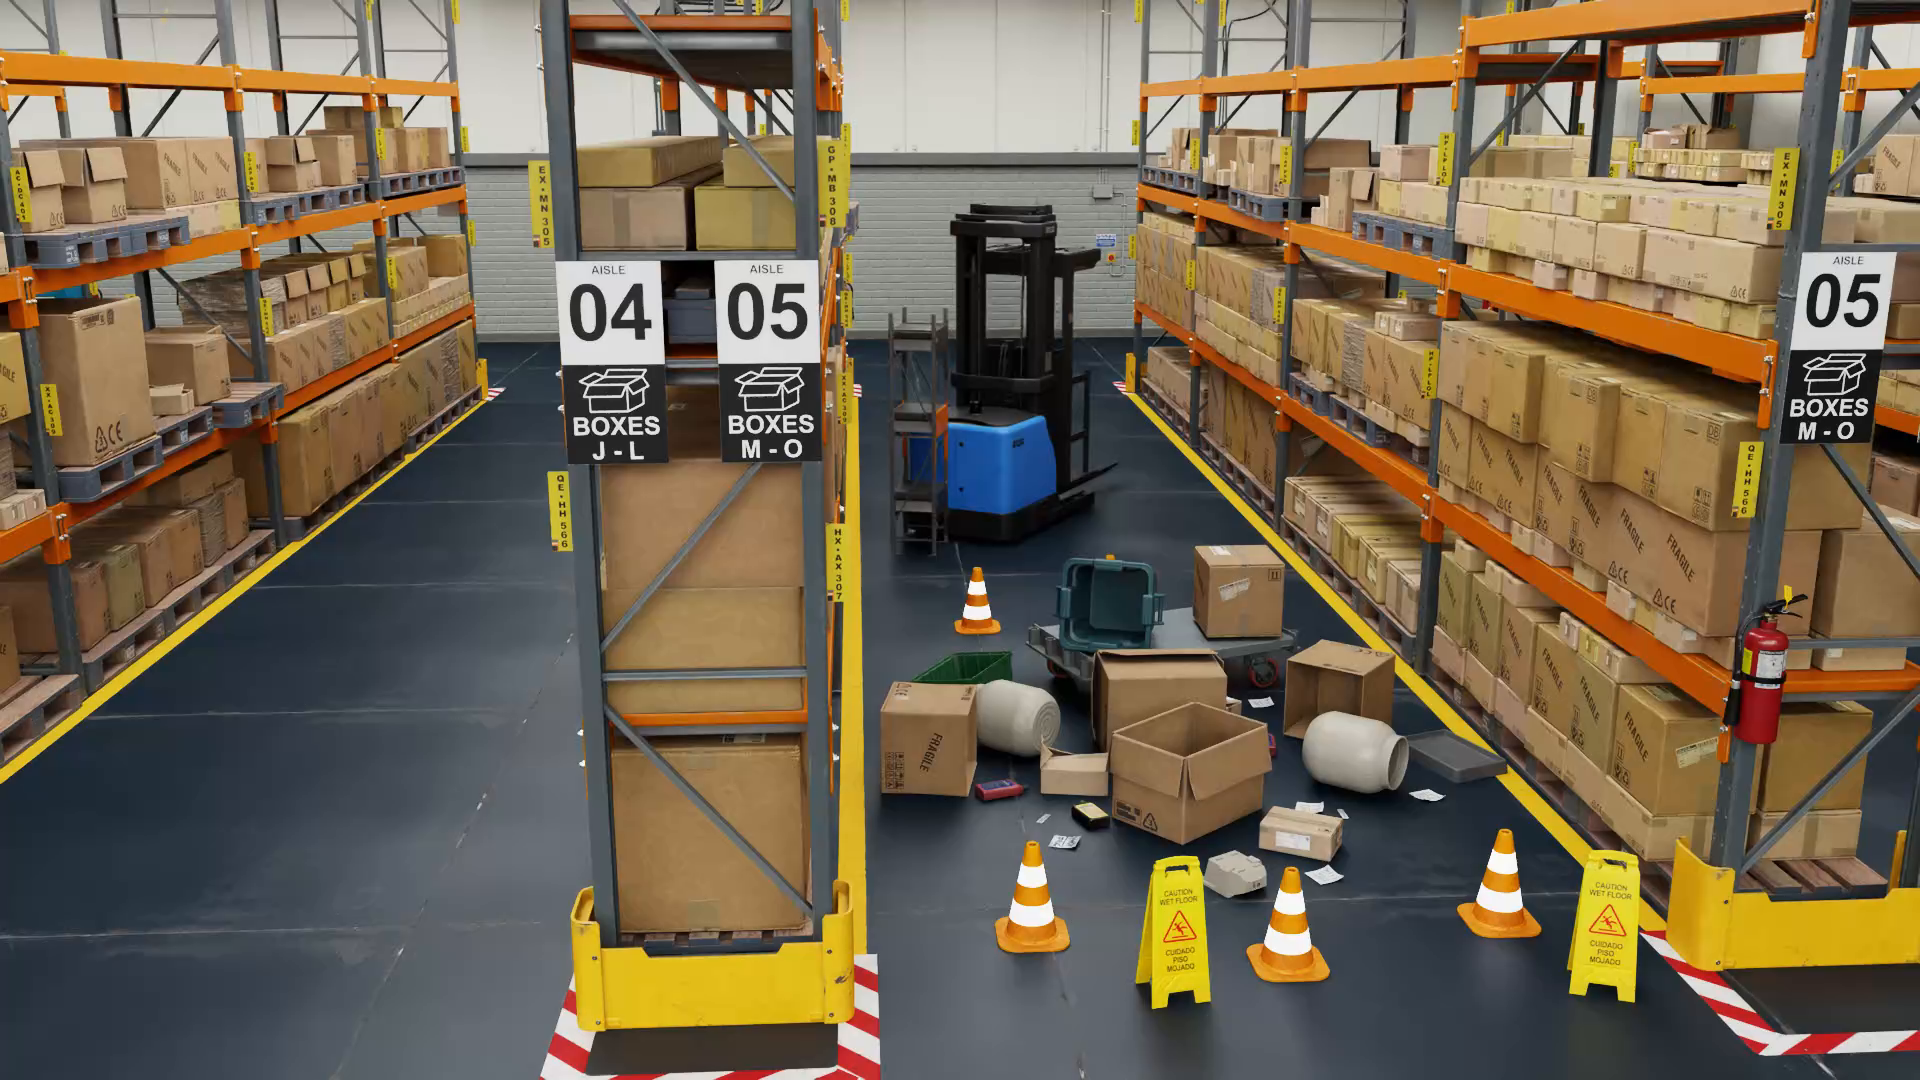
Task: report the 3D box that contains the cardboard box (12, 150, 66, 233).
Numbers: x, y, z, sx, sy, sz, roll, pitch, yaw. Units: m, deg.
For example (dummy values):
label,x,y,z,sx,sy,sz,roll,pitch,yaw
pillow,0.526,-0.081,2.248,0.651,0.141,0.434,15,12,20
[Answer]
label,x,y,z,sx,sy,sz,roll,pitch,yaw
cardboard box,-6.180,-2.211,10.529,0.797,0.503,0.637,-2,15,-6

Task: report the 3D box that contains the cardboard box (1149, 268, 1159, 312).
label,x,y,z,sx,sy,sz,roll,pitch,yaw
cardboard box,2.713,-3.196,21.228,0.500,0.500,0.500,-1,14,-4

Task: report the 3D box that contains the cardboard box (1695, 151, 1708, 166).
label,x,y,z,sx,sy,sz,roll,pitch,yaw
cardboard box,7.828,-3.933,17.136,0.380,0.149,0.250,-1,14,-3

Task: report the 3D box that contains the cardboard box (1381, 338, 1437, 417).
label,x,y,z,sx,sy,sz,roll,pitch,yaw
cardboard box,3.351,-1.170,11.912,0.500,0.500,0.500,-1,14,-3

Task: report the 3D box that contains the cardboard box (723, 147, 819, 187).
label,x,y,z,sx,sy,sz,roll,pitch,yaw
cardboard box,-0.749,-1.500,6.676,0.380,0.149,0.250,-1,14,-3

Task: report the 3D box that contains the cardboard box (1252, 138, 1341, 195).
label,x,y,z,sx,sy,sz,roll,pitch,yaw
cardboard box,3.142,-3.482,15.476,0.700,0.500,0.500,-2,15,-6

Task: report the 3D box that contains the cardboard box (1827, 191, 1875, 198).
label,x,y,z,sx,sy,sz,roll,pitch,yaw
cardboard box,8.073,-3.115,15.396,0.500,0.250,0.500,-1,14,-5

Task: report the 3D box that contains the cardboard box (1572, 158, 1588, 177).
label,x,y,z,sx,sy,sz,roll,pitch,yaw
cardboard box,7.756,-4.503,20.193,0.500,0.250,0.500,-1,14,-2

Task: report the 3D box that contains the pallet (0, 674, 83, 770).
label,x,y,z,sx,sy,sz,roll,pitch,yaw
pallet,-6.173,1.131,10.208,1.003,0.211,1.213,-1,14,-3

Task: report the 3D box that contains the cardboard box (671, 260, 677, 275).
label,x,y,z,sx,sy,sz,roll,pitch,yaw
cardboard box,-1.436,-1.230,7.227,0.380,0.149,0.250,-1,14,-3

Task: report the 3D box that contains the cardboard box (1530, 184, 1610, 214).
label,x,y,z,sx,sy,sz,roll,pitch,yaw
cardboard box,3.443,-1.916,9.339,0.380,0.149,0.250,-1,14,-5

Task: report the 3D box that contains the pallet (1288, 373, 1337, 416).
label,x,y,z,sx,sy,sz,roll,pitch,yaw
pallet,3.544,-1.266,14.310,1.213,0.211,1.003,-1,14,-3

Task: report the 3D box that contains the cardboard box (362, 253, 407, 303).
label,x,y,z,sx,sy,sz,roll,pitch,yaw
cardboard box,-6.520,-2.933,18.607,0.500,0.500,0.500,-1,14,-3

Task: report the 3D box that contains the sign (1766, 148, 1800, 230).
label,x,y,z,sx,sy,sz,roll,pitch,yaw
sign,3.334,-1.422,6.738,0.100,0.325,0.005,-1,14,-3

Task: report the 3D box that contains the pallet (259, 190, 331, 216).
label,x,y,z,sx,sy,sz,roll,pitch,yaw
pallet,-6.663,-3.180,15.724,1.003,0.211,1.213,0,14,-1

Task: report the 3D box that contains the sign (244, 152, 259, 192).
label,x,y,z,sx,sy,sz,roll,pitch,yaw
sign,-5.956,-3.092,13.966,0.100,0.325,0.005,-1,14,-3

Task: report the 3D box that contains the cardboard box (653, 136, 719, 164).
label,x,y,z,sx,sy,sz,roll,pitch,yaw
cardboard box,-1.593,-2.247,9.582,0.380,0.149,0.250,-1,14,-4

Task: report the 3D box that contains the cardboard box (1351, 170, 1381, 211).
label,x,y,z,sx,sy,sz,roll,pitch,yaw
cardboard box,3.516,-2.658,13.109,0.797,0.503,0.637,-1,14,-3

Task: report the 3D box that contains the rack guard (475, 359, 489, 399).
label,x,y,z,sx,sy,sz,roll,pitch,yaw
rack guard,-6.995,-2.166,22.441,1.175,0.500,0.348,-1,14,-3

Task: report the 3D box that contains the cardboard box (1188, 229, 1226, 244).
label,x,y,z,sx,sy,sz,roll,pitch,yaw
cardboard box,2.809,-3.447,18.896,0.380,0.149,0.250,-1,14,-5

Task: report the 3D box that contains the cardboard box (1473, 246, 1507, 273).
label,x,y,z,sx,sy,sz,roll,pitch,yaw
cardboard box,3.373,-1.723,10.187,0.380,0.149,0.250,-1,14,-3

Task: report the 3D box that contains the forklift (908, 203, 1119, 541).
label,x,y,z,sx,sy,sz,roll,pitch,yaw
forklift,0.657,-1.727,15.855,1.130,2.935,3.031,7,16,27

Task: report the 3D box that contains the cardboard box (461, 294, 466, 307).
label,x,y,z,sx,sy,sz,roll,pitch,yaw
cardboard box,-6.625,-3.101,21.562,0.380,0.149,0.250,-1,14,-3

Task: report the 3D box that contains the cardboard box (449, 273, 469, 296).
label,x,y,z,sx,sy,sz,roll,pitch,yaw
cardboard box,-6.699,-3.326,21.636,0.500,0.250,0.500,-1,14,-4

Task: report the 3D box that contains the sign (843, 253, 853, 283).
label,x,y,z,sx,sy,sz,roll,pitch,yaw
sign,-1.235,-2.997,18.333,0.100,0.325,0.005,-1,14,-3

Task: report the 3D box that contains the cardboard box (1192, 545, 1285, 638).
label,x,y,z,sx,sy,sz,roll,pitch,yaw
cardboard box,1.866,0.340,11.184,0.500,0.500,0.500,-1,14,-3

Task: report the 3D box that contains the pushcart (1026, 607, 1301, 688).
label,x,y,z,sx,sy,sz,roll,pitch,yaw
pushcart,1.368,0.778,11.244,1.648,0.377,0.936,-6,16,-23

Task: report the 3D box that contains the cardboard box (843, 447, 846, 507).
label,x,y,z,sx,sy,sz,roll,pitch,yaw
cardboard box,-1.330,-0.605,15.532,0.500,0.500,0.500,-2,15,-6

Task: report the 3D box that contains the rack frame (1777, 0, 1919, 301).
label,x,y,z,sx,sy,sz,roll,pitch,yaw
rack frame,3.889,-2.450,6.488,1.000,3.000,0.127,-1,14,-3

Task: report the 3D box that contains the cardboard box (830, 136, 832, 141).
label,x,y,z,sx,sy,sz,roll,pitch,yaw
cardboard box,-0.952,-2.321,9.866,0.380,0.149,0.250,-1,14,-4

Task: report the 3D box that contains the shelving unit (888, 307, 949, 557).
label,x,y,z,sx,sy,sz,roll,pitch,yaw
shelving unit,-0.354,-0.941,14.468,0.431,2.100,0.503,3,15,11

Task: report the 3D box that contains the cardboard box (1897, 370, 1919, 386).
label,x,y,z,sx,sy,sz,roll,pitch,yaw
cardboard box,8.175,-1.412,13.792,0.500,0.250,0.500,-1,14,-5

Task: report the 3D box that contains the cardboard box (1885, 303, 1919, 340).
label,x,y,z,sx,sy,sz,roll,pitch,yaw
cardboard box,4.192,-0.963,7.233,0.380,0.149,0.250,-1,14,-3

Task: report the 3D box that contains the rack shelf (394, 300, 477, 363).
label,x,y,z,sx,sy,sz,roll,pitch,yaw
rack shelf,-6.870,-2.525,20.263,1.077,0.370,4.000,-1,14,-3

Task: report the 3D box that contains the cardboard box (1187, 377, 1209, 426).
label,x,y,z,sx,sy,sz,roll,pitch,yaw
cardboard box,3.213,-1.649,19.715,0.875,0.438,0.875,-1,14,-4

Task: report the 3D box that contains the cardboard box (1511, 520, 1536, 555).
label,x,y,z,sx,sy,sz,roll,pitch,yaw
cardboard box,3.410,-0.016,9.573,0.380,0.149,0.250,-1,14,-3

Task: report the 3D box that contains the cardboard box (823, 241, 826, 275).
label,x,y,z,sx,sy,sz,roll,pitch,yaw
cardboard box,-0.763,-1.179,7.031,0.380,0.149,0.250,-1,14,-3

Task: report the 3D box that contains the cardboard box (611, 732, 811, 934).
label,x,y,z,sx,sy,sz,roll,pitch,yaw
cardboard box,-1.153,1.215,7.705,0.875,0.875,0.875,-1,14,-3

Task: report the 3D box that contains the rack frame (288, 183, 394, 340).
label,x,y,z,sx,sy,sz,roll,pitch,yaw
rack frame,-6.746,-2.376,18.240,1.000,3.000,0.127,-1,14,-3

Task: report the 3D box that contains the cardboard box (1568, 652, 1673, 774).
label,x,y,z,sx,sy,sz,roll,pitch,yaw
cardboard box,3.543,0.896,8.696,0.500,0.500,0.500,0,14,-1

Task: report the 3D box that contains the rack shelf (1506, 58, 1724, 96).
label,x,y,z,sx,sy,sz,roll,pitch,yaw
rack shelf,7.975,-5.659,20.412,1.077,0.370,4.000,-1,14,-3

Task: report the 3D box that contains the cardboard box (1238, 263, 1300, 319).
label,x,y,z,sx,sy,sz,roll,pitch,yaw
cardboard box,3.036,-2.442,16.292,0.500,0.500,0.500,-1,14,-3

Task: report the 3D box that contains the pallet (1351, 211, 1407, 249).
label,x,y,z,sx,sy,sz,roll,pitch,yaw
pallet,3.642,-2.314,12.357,1.213,0.211,1.003,-1,14,-3

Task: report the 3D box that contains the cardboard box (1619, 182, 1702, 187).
label,x,y,z,sx,sy,sz,roll,pitch,yaw
cardboard box,4.045,-1.989,9.621,0.380,0.149,0.250,0,14,-2

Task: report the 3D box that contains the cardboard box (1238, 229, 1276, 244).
label,x,y,z,sx,sy,sz,roll,pitch,yaw
cardboard box,3.385,-3.458,18.938,0.380,0.149,0.250,-1,14,-4

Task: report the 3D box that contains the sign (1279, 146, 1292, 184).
label,x,y,z,sx,sy,sz,roll,pitch,yaw
sign,2.839,-3.269,14.495,0.100,0.325,0.005,-1,14,-3

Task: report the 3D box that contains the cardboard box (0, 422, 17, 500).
label,x,y,z,sx,sy,sz,roll,pitch,yaw
cardboard box,-6.284,-0.466,10.019,0.875,0.500,0.500,-1,14,-3

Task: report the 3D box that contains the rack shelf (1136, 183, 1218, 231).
label,x,y,z,sx,sy,sz,roll,pitch,yaw
rack shelf,3.021,-4.130,20.484,1.077,0.370,4.000,-1,14,-3

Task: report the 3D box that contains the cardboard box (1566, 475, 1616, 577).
label,x,y,z,sx,sy,sz,roll,pitch,yaw
cardboard box,3.526,-0.117,8.663,0.500,0.500,0.500,-1,14,-4

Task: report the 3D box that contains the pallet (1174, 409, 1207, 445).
label,x,y,z,sx,sy,sz,roll,pitch,yaw
pallet,3.176,-1.369,19.922,1.003,0.211,1.213,-1,14,-3

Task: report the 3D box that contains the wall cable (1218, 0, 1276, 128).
label,x,y,z,sx,sy,sz,roll,pitch,yaw
wall cable,5.797,-7.902,27.604,2.988,3.039,0.133,-1,14,-3

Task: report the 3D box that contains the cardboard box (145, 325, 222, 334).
label,x,y,z,sx,sy,sz,roll,pitch,yaw
cardboard box,-6.424,-1.499,13.790,0.500,0.500,0.500,-3,15,-10

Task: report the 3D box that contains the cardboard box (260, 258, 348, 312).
label,x,y,z,sx,sy,sz,roll,pitch,yaw
cardboard box,-6.667,-2.580,16.822,0.797,0.503,0.637,-1,14,-3

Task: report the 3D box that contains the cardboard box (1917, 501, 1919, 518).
label,x,y,z,sx,sy,sz,roll,pitch,yaw
cardboard box,8.462,-0.180,13.628,0.875,0.625,0.625,-1,15,-6

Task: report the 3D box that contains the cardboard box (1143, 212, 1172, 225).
label,x,y,z,sx,sy,sz,roll,pitch,yaw
cardboard box,2.643,-4.278,22.124,0.380,0.149,0.250,-1,14,-2

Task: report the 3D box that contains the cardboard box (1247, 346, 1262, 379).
label,x,y,z,sx,sy,sz,roll,pitch,yaw
cardboard box,3.055,-1.710,15.953,0.500,0.250,0.500,-1,14,-2

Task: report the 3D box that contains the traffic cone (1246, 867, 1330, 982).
label,x,y,z,sx,sy,sz,roll,pitch,yaw
traffic cone,1.488,1.699,7.495,0.336,0.463,0.334,-1,14,-3

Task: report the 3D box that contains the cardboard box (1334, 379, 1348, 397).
label,x,y,z,sx,sy,sz,roll,pitch,yaw
cardboard box,3.272,-1.265,13.584,0.380,0.149,0.250,0,14,0
